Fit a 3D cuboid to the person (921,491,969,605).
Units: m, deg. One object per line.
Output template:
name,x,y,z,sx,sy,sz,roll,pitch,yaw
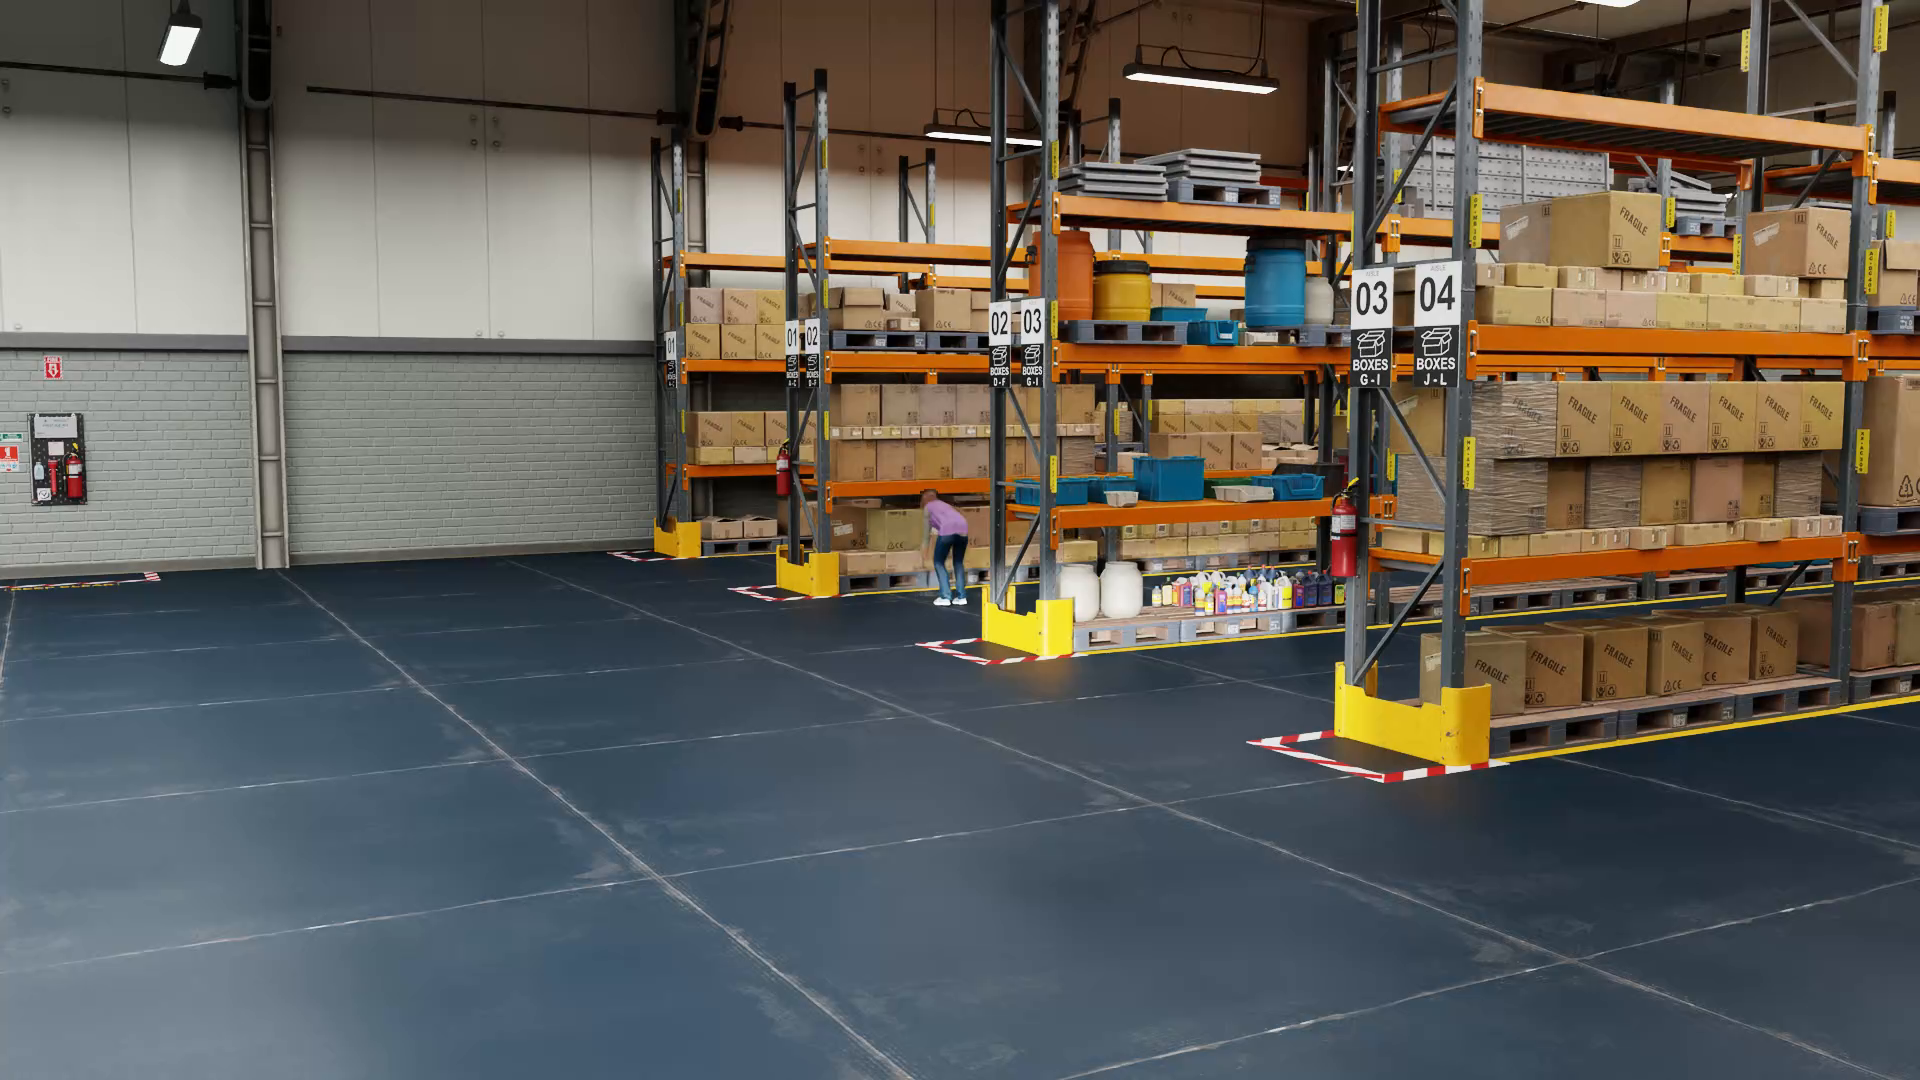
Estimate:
person,-0.197,0.092,18.615,0.380,1.240,0.810,-3,6,-30
